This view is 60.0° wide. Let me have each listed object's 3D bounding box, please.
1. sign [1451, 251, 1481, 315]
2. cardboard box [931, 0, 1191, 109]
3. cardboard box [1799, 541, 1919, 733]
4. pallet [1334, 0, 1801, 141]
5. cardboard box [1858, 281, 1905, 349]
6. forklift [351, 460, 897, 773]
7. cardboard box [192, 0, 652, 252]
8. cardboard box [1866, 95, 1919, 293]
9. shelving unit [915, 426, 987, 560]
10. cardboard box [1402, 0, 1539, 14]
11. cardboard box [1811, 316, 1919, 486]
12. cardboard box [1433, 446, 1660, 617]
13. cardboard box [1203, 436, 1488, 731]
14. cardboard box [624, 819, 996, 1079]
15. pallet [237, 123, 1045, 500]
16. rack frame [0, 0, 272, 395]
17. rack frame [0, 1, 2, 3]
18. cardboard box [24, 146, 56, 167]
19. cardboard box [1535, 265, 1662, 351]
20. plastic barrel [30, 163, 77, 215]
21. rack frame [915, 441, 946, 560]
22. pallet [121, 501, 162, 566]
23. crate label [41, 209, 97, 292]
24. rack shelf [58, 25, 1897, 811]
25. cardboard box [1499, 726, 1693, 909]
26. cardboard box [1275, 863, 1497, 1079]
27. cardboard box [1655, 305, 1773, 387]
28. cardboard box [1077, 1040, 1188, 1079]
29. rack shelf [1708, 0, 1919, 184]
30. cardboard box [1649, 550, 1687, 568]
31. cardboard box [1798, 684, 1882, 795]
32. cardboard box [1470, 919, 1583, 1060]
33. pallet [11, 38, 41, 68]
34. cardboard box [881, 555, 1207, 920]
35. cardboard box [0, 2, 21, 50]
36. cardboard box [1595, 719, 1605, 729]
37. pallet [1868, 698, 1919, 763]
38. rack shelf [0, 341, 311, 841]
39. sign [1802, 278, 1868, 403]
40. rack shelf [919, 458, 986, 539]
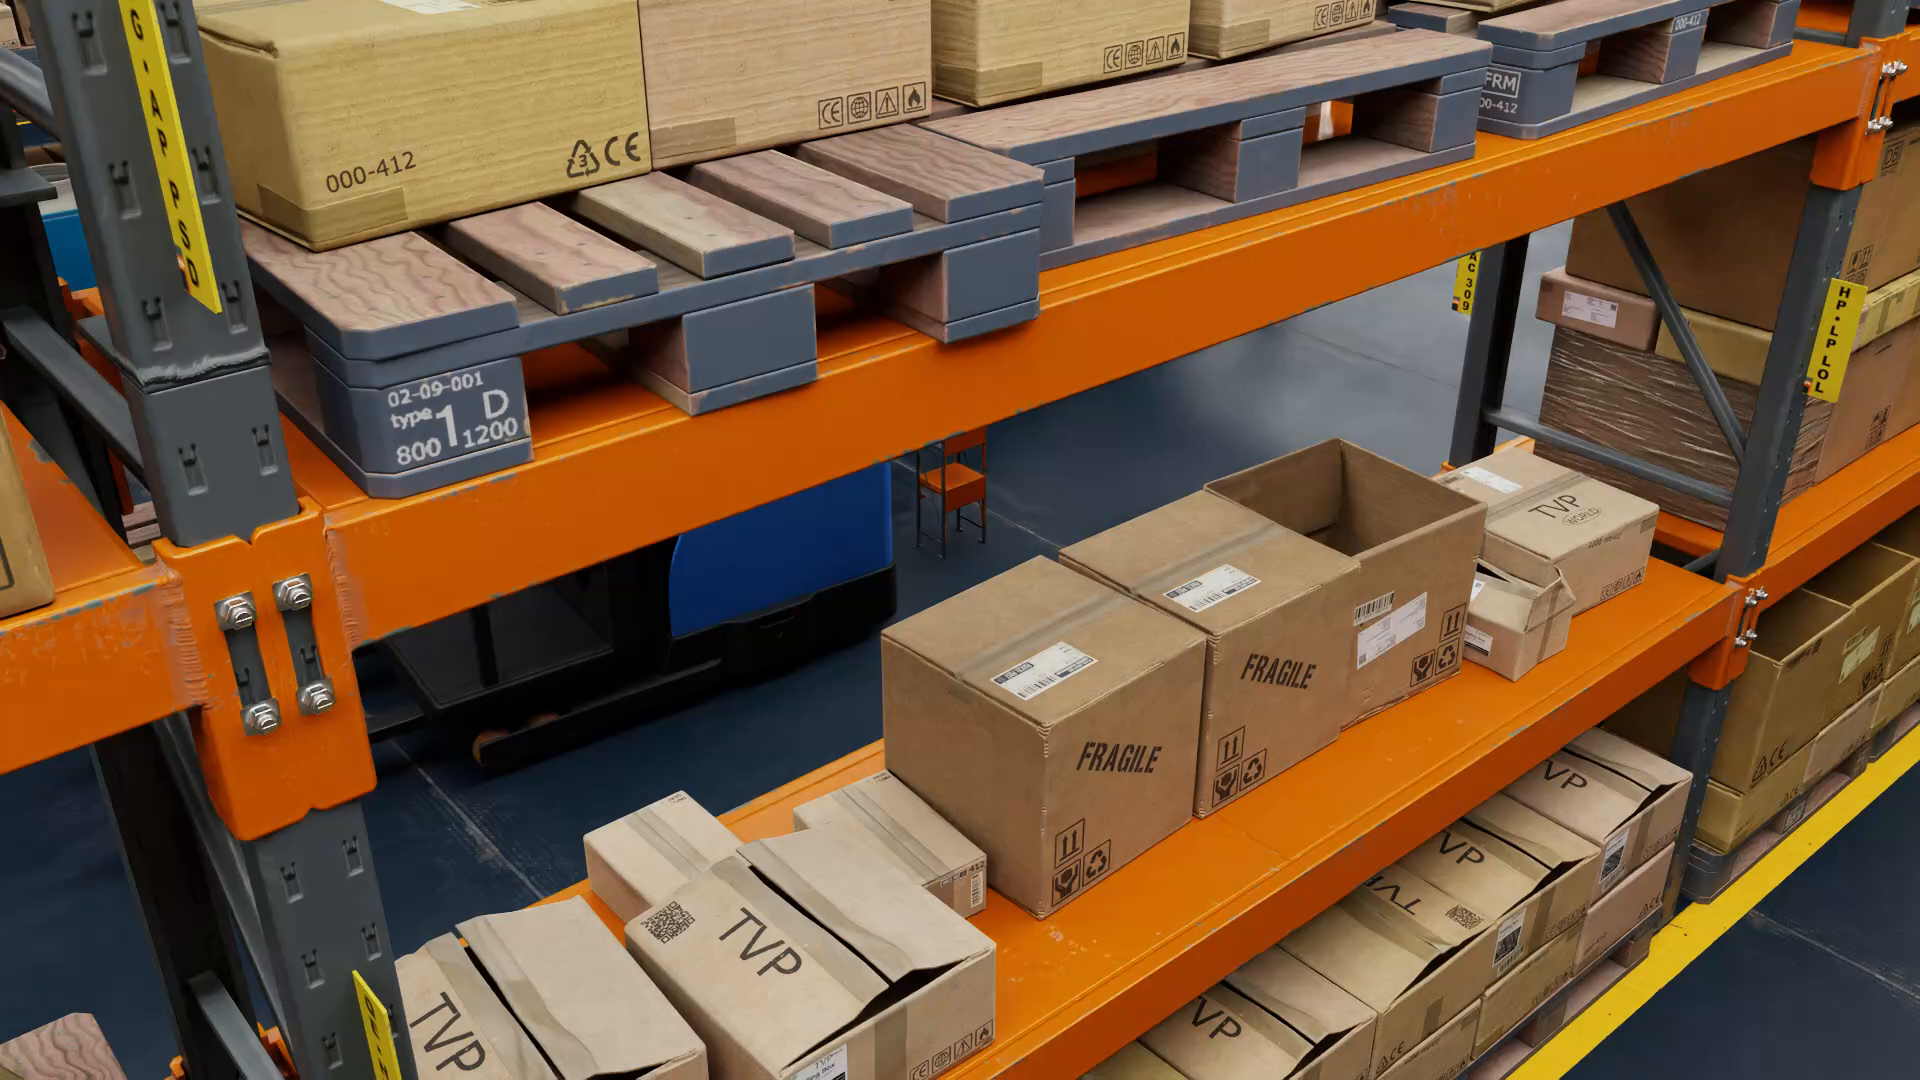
[{"bbox_3d":[1.594,-0.859,5.172,0.005,0.325,0.100,-22,35,-35],"label":"sign"},{"bbox_3d":[0.051,-0.959,2.892,0.500,0.250,0.500,-23,36,-36],"label":"cardboard box"},{"bbox_3d":[2.887,0.268,5.743,0.500,0.500,0.500,-22,35,-35],"label":"cardboard box"},{"bbox_3d":[1.293,-1.208,3.848,1.217,0.209,0.805,-24,36,-37],"label":"pallet"},{"bbox_3d":[2.672,-0.743,5.163,0.250,0.149,0.380,-23,36,-36],"label":"cardboard box"},{"bbox_3d":[-1.766,-0.717,5.982,3.031,2.935,1.130,-18,33,-30],"label":"forklift"},{"bbox_3d":[-0.778,-0.621,2.260,0.500,0.250,0.500,-25,37,-38],"label":"cardboard box"},{"bbox_3d":[2.673,-1.153,5.242,0.500,0.500,0.700,-22,35,-35],"label":"cardboard box"},{"bbox_3d":[-0.041,-0.447,7.472,0.252,1.050,0.215,-22,35,-35],"label":"shelving unit"},{"bbox_3d":[1.065,-1.332,3.590,0.500,0.250,0.500,24,37,38],"label":"cardboard box"},{"bbox_3d":[2.686,-0.589,5.564,0.500,0.500,0.700,-22,35,-35],"label":"cardboard box"},{"bbox_3d":[1.610,-0.011,4.748,0.500,0.250,0.500,-19,34,-32],"label":"cardboard box"},{"bbox_3d":[0.960,0.103,4.269,0.500,0.500,0.500,-19,34,-31],"label":"cardboard box"},{"bbox_3d":[-0.281,0.815,3.137,0.500,0.311,0.500,-22,35,-35],"label":"cardboard box"},{"bbox_3d":[-0.629,-0.499,2.520,1.003,0.211,1.213,-20,34,-33],"label":"pallet"},{"bbox_3d":[-1.087,-1.666,1.320,0.127,3.000,1.000,-22,35,-35],"label":"rack frame"},{"bbox_3d":[-10.903,-7.350,18.321,0.127,3.000,1.000,-22,35,-35],"label":"rack frame"},{"bbox_3d":[-6.177,-2.227,10.920,0.500,0.500,0.700,-19,33,-31],"label":"cardboard box"},{"bbox_3d":[2.024,-0.734,5.146,0.250,0.149,0.380,-22,35,-35],"label":"cardboard box"},{"bbox_3d":[-3.655,-1.238,6.765,0.421,0.512,0.421,0,28,0],"label":"plastic barrel"},{"bbox_3d":[-0.134,-0.409,7.402,0.008,1.050,0.200,-22,35,-35],"label":"rack frame"},{"bbox_3d":[-3.685,0.210,7.134,1.213,0.211,1.003,-22,35,-35],"label":"pallet"},{"bbox_3d":[-3.368,-1.020,6.438,0.616,0.435,0.502,-22,35,-35],"label":"crate label"},{"bbox_3d":[0.434,-0.637,3.341,4.000,0.370,1.077,-22,35,-35],"label":"rack shelf"},{"bbox_3d":[1.834,0.763,5.016,0.500,0.311,0.500,-22,35,-35],"label":"cardboard box"},{"bbox_3d":[1.061,1.076,4.430,0.500,0.311,0.500,-22,35,-35],"label":"cardboard box"},{"bbox_3d":[2.286,-0.587,4.871,0.250,0.149,0.380,-22,35,-35],"label":"cardboard box"},{"bbox_3d":[0.286,1.386,3.850,0.500,0.311,0.500,-23,36,-36],"label":"cardboard box"},{"bbox_3d":[3.477,-1.861,5.631,4.000,0.370,1.077,-22,35,-35],"label":"rack shelf"},{"bbox_3d":[2.555,0.084,6.086,0.500,0.500,0.500,-22,35,-35],"label":"cardboard box"},{"bbox_3d":[2.889,0.600,5.917,0.500,0.250,0.500,-22,35,-35],"label":"cardboard box"},{"bbox_3d":[1.443,1.169,4.852,0.500,0.250,0.500,-23,35,-36],"label":"cardboard box"},{"bbox_3d":[-6.035,-3.109,10.588,1.213,0.211,1.003,-22,35,-35],"label":"pallet"},{"bbox_3d":[0.179,0.417,3.681,0.500,0.500,0.500,-24,36,-37],"label":"cardboard box"},{"bbox_3d":[-6.090,-3.122,10.124,0.500,0.250,0.500,-23,36,-36],"label":"cardboard box"},{"bbox_3d":[2.167,0.564,5.984,0.500,0.250,0.500,-22,35,-35],"label":"cardboard box"},{"bbox_3d":[3.517,0.383,6.810,1.213,0.211,1.003,-22,35,-35],"label":"pallet"},{"bbox_3d":[-2.609,0.586,1.051,4.000,0.370,1.077,-22,35,-35],"label":"rack shelf"},{"bbox_3d":[2.315,-0.528,4.411,0.005,0.325,0.100,-22,35,-35],"label":"sign"},{"bbox_3d":[-0.041,-0.192,7.608,0.240,0.259,0.215,-22,35,-35],"label":"rack shelf"}]
